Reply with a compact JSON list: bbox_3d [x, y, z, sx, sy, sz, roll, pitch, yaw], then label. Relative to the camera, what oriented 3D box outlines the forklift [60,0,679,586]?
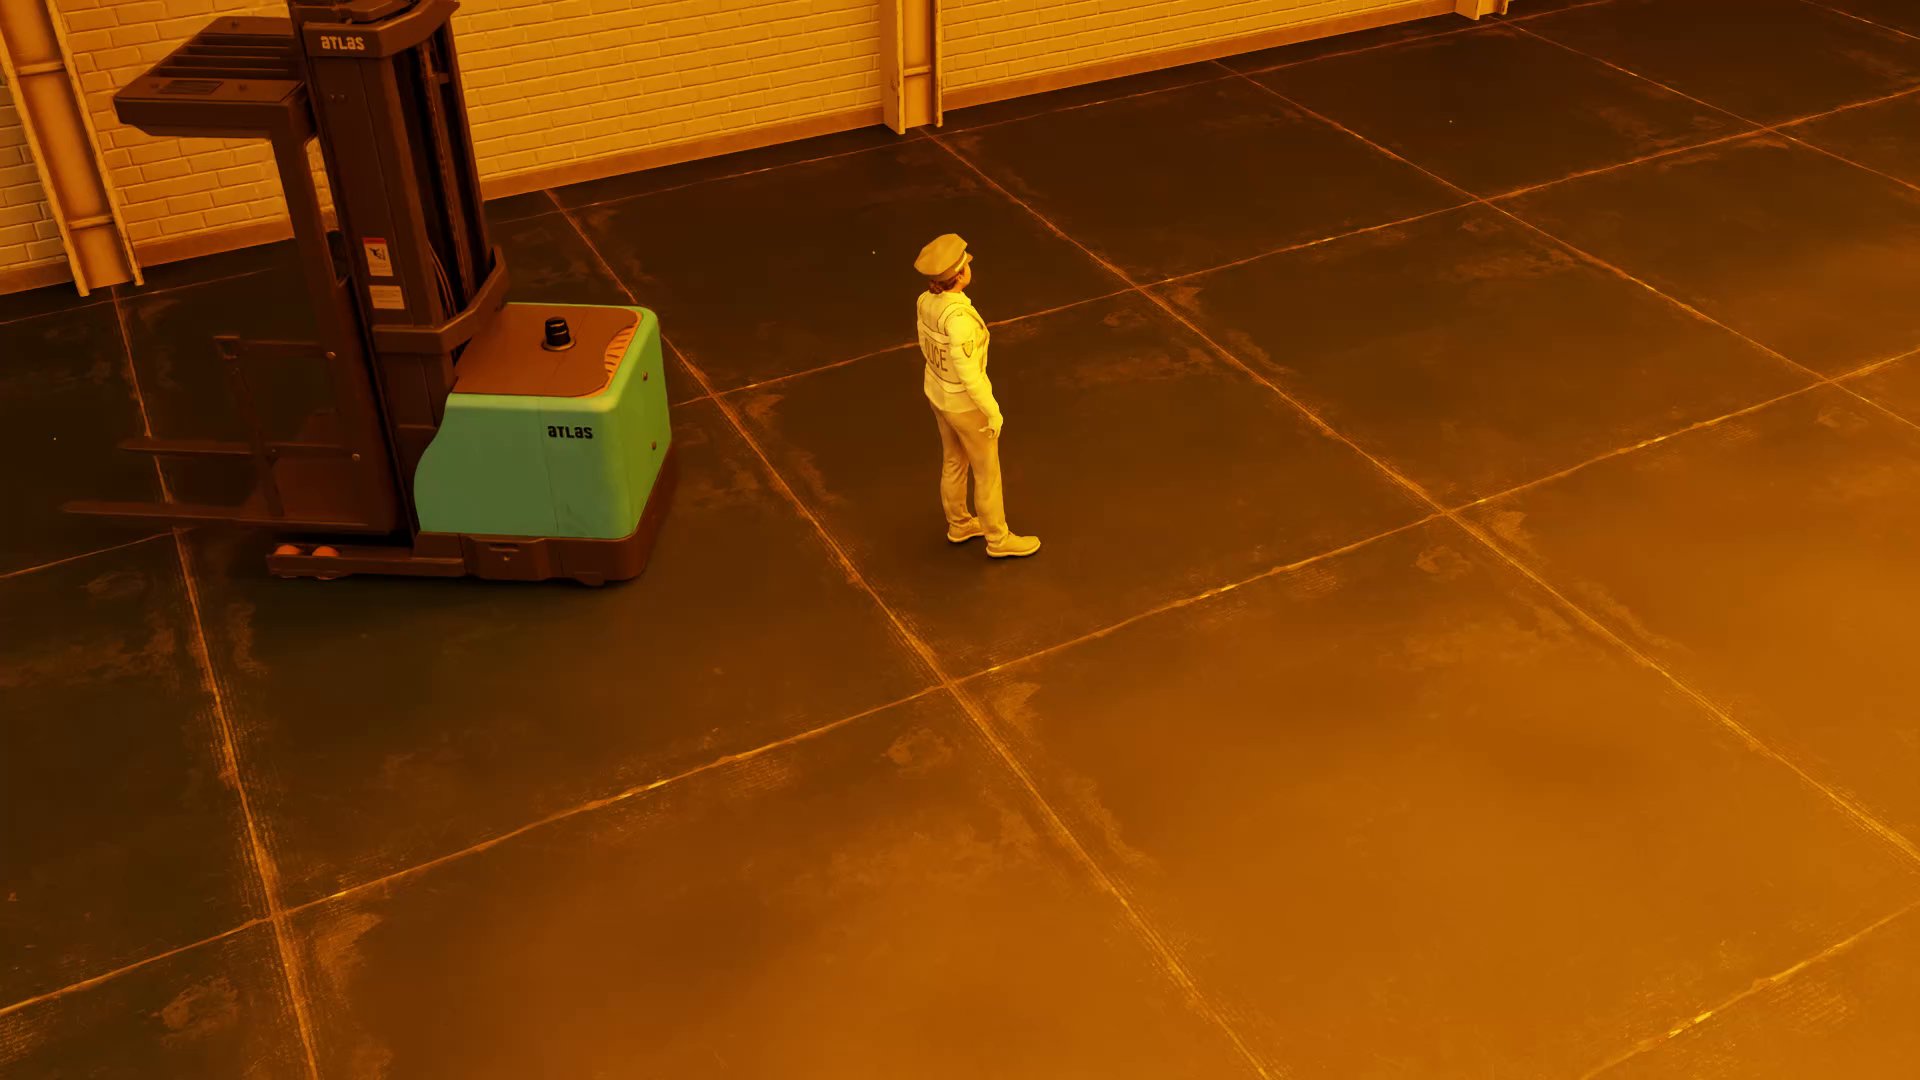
[{"bbox_3d":[-3.068,-1.297,7.958,3.031,2.935,1.130,2,35,3],"label":"forklift"}]

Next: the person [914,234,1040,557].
[{"bbox_3d":[0.064,-0.713,8.190,0.532,1.694,0.586,-17,39,-23],"label":"person"}]
